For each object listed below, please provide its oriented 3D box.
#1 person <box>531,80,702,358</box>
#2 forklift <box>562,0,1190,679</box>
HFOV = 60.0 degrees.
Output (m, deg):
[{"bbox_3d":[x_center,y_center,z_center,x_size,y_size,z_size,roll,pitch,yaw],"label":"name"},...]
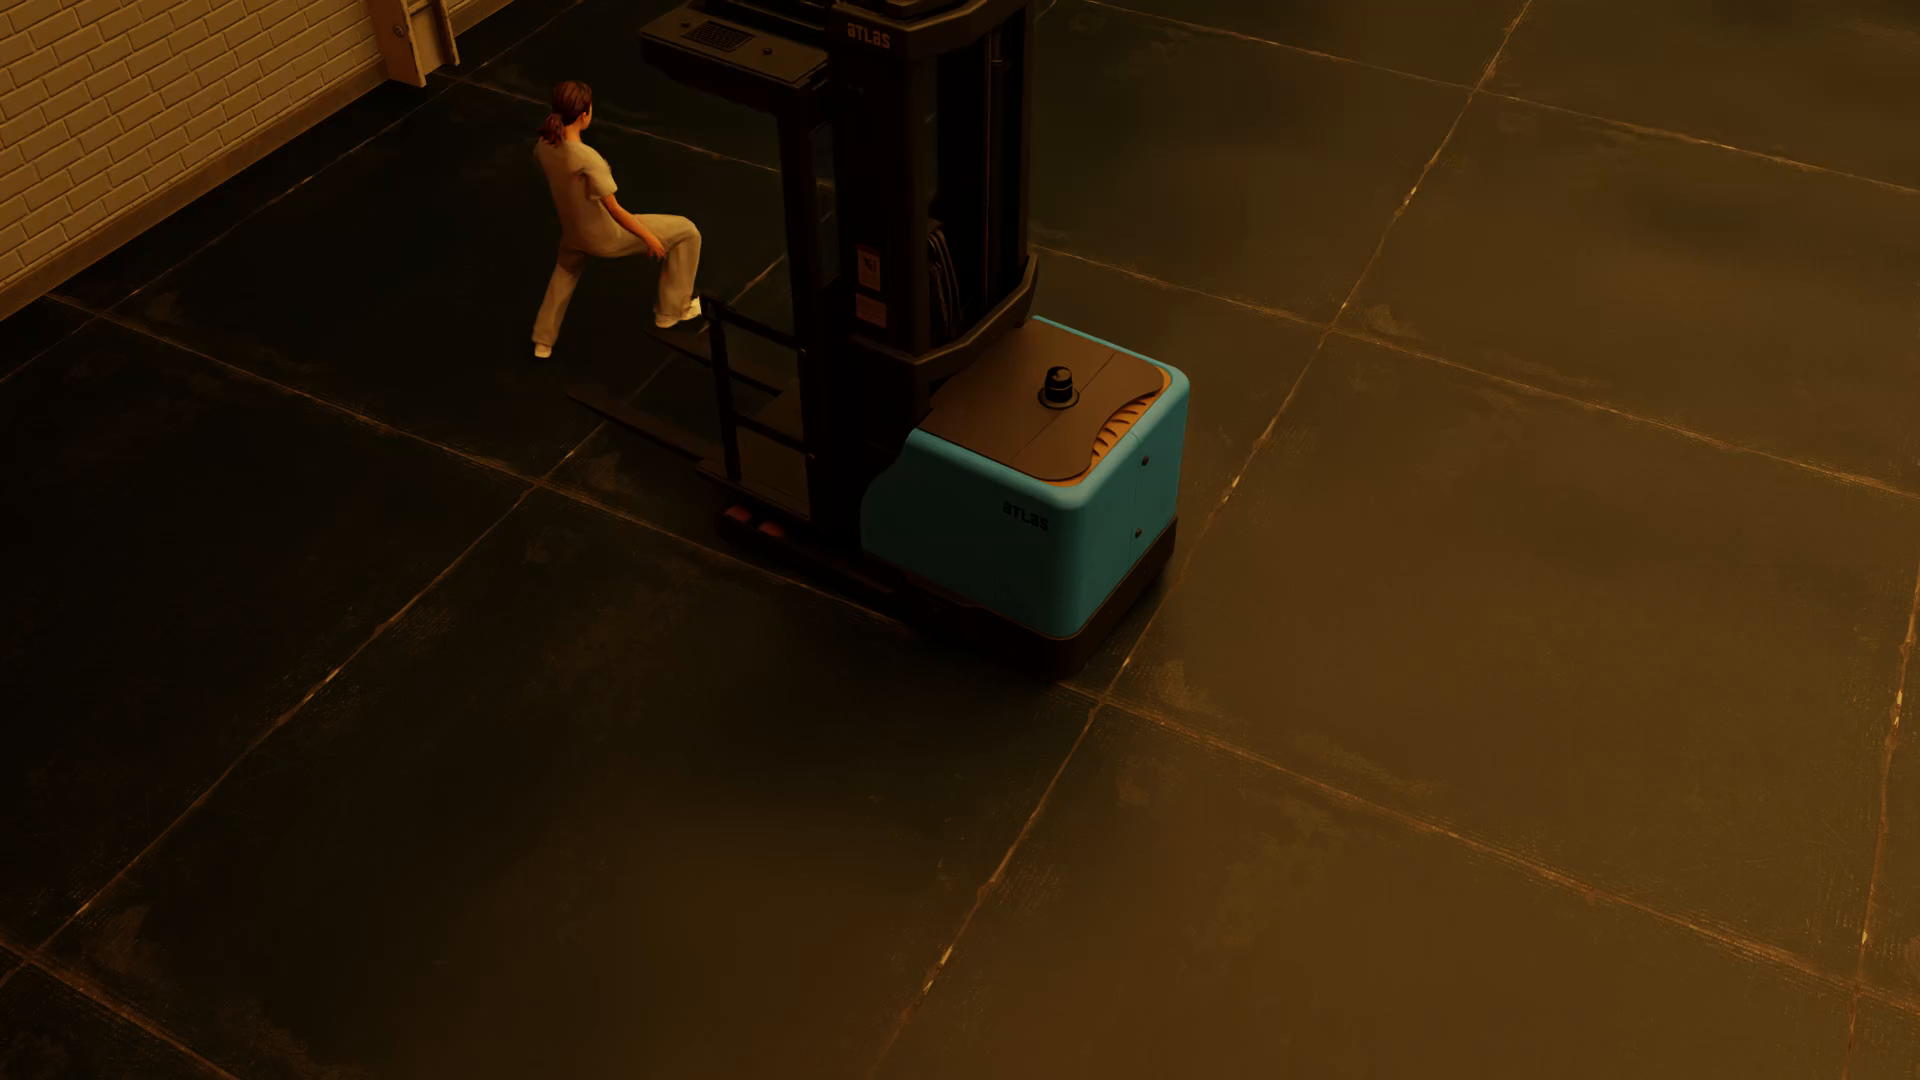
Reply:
[{"bbox_3d":[-1.848,-1.602,8.412,0.879,1.535,0.752,30,51,28],"label":"person"},{"bbox_3d":[-0.532,-1.268,7.000,3.031,2.935,1.130,24,48,24],"label":"forklift"}]
